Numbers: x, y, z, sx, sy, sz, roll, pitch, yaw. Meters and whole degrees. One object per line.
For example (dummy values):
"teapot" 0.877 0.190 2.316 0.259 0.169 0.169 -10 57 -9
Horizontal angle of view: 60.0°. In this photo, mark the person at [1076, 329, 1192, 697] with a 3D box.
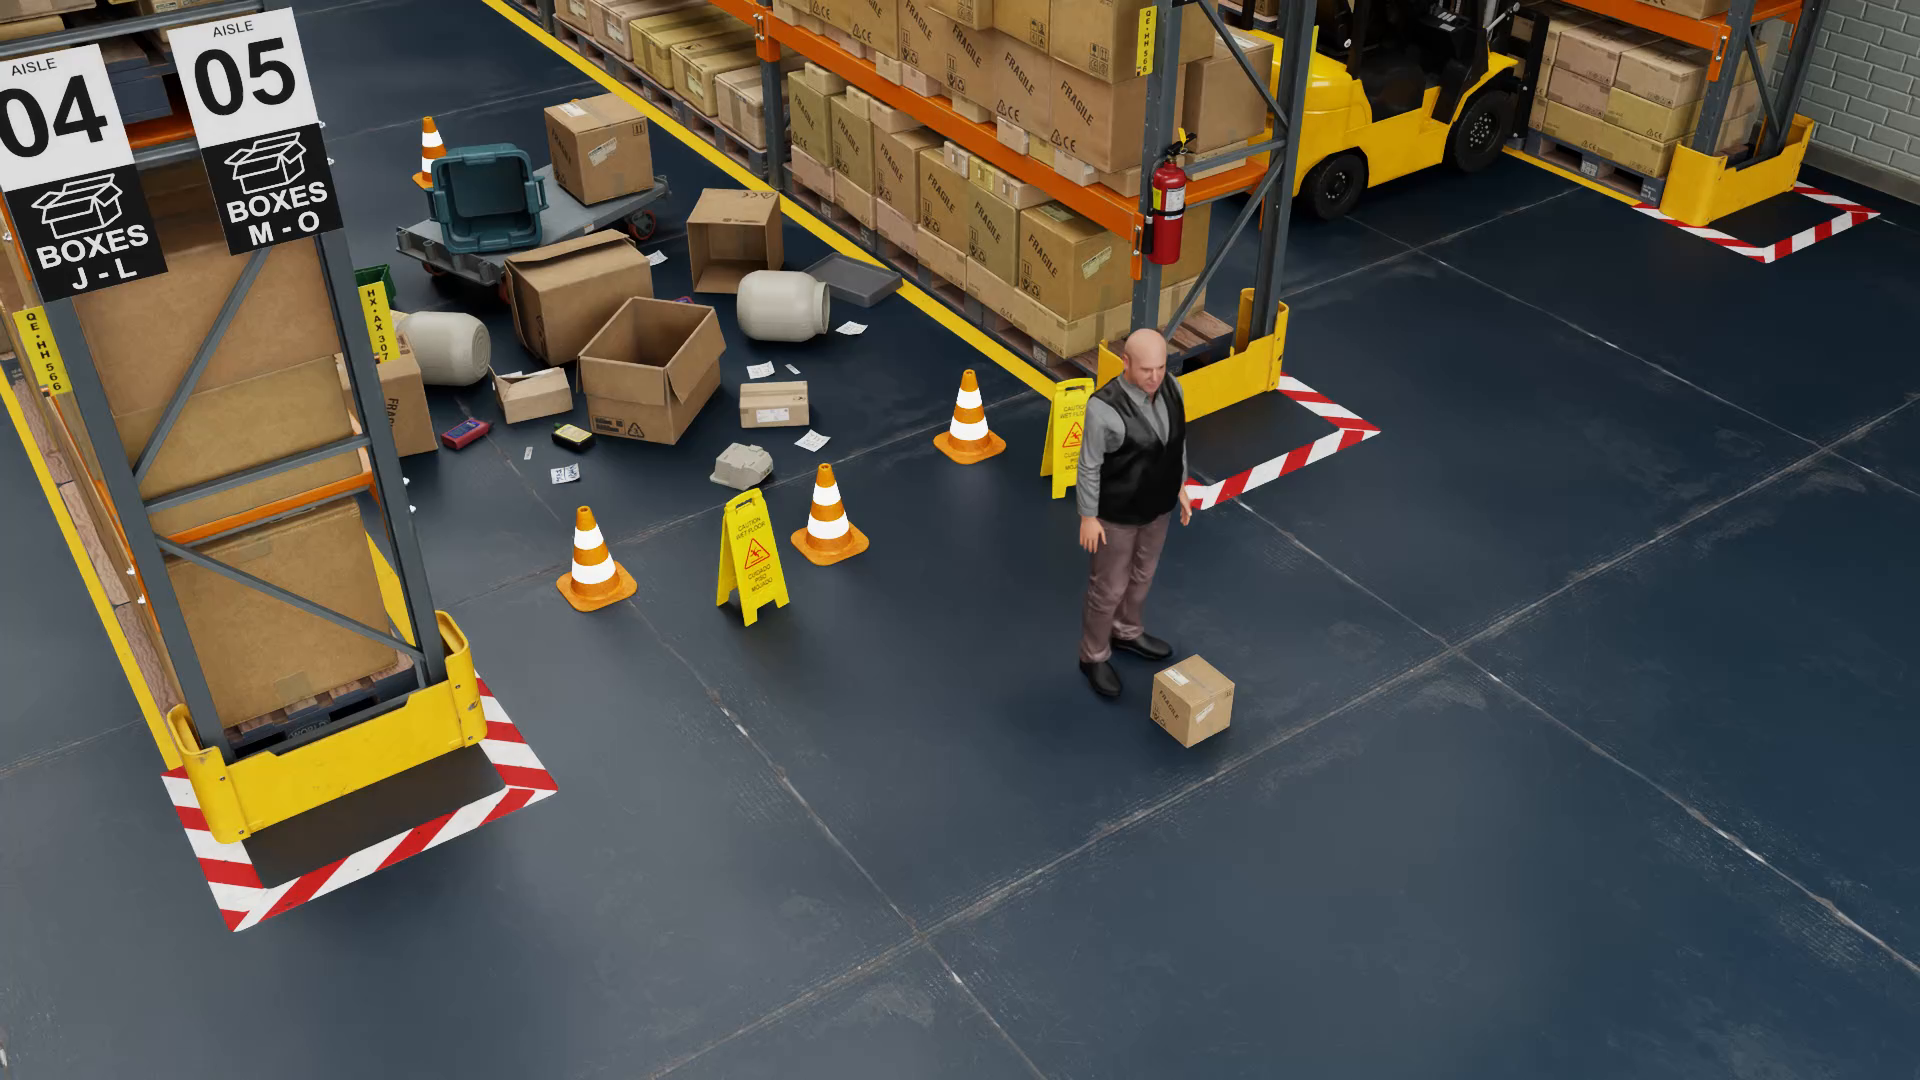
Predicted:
"person" 0.747 -0.143 7.188 0.558 1.726 0.357 -28 45 -33
